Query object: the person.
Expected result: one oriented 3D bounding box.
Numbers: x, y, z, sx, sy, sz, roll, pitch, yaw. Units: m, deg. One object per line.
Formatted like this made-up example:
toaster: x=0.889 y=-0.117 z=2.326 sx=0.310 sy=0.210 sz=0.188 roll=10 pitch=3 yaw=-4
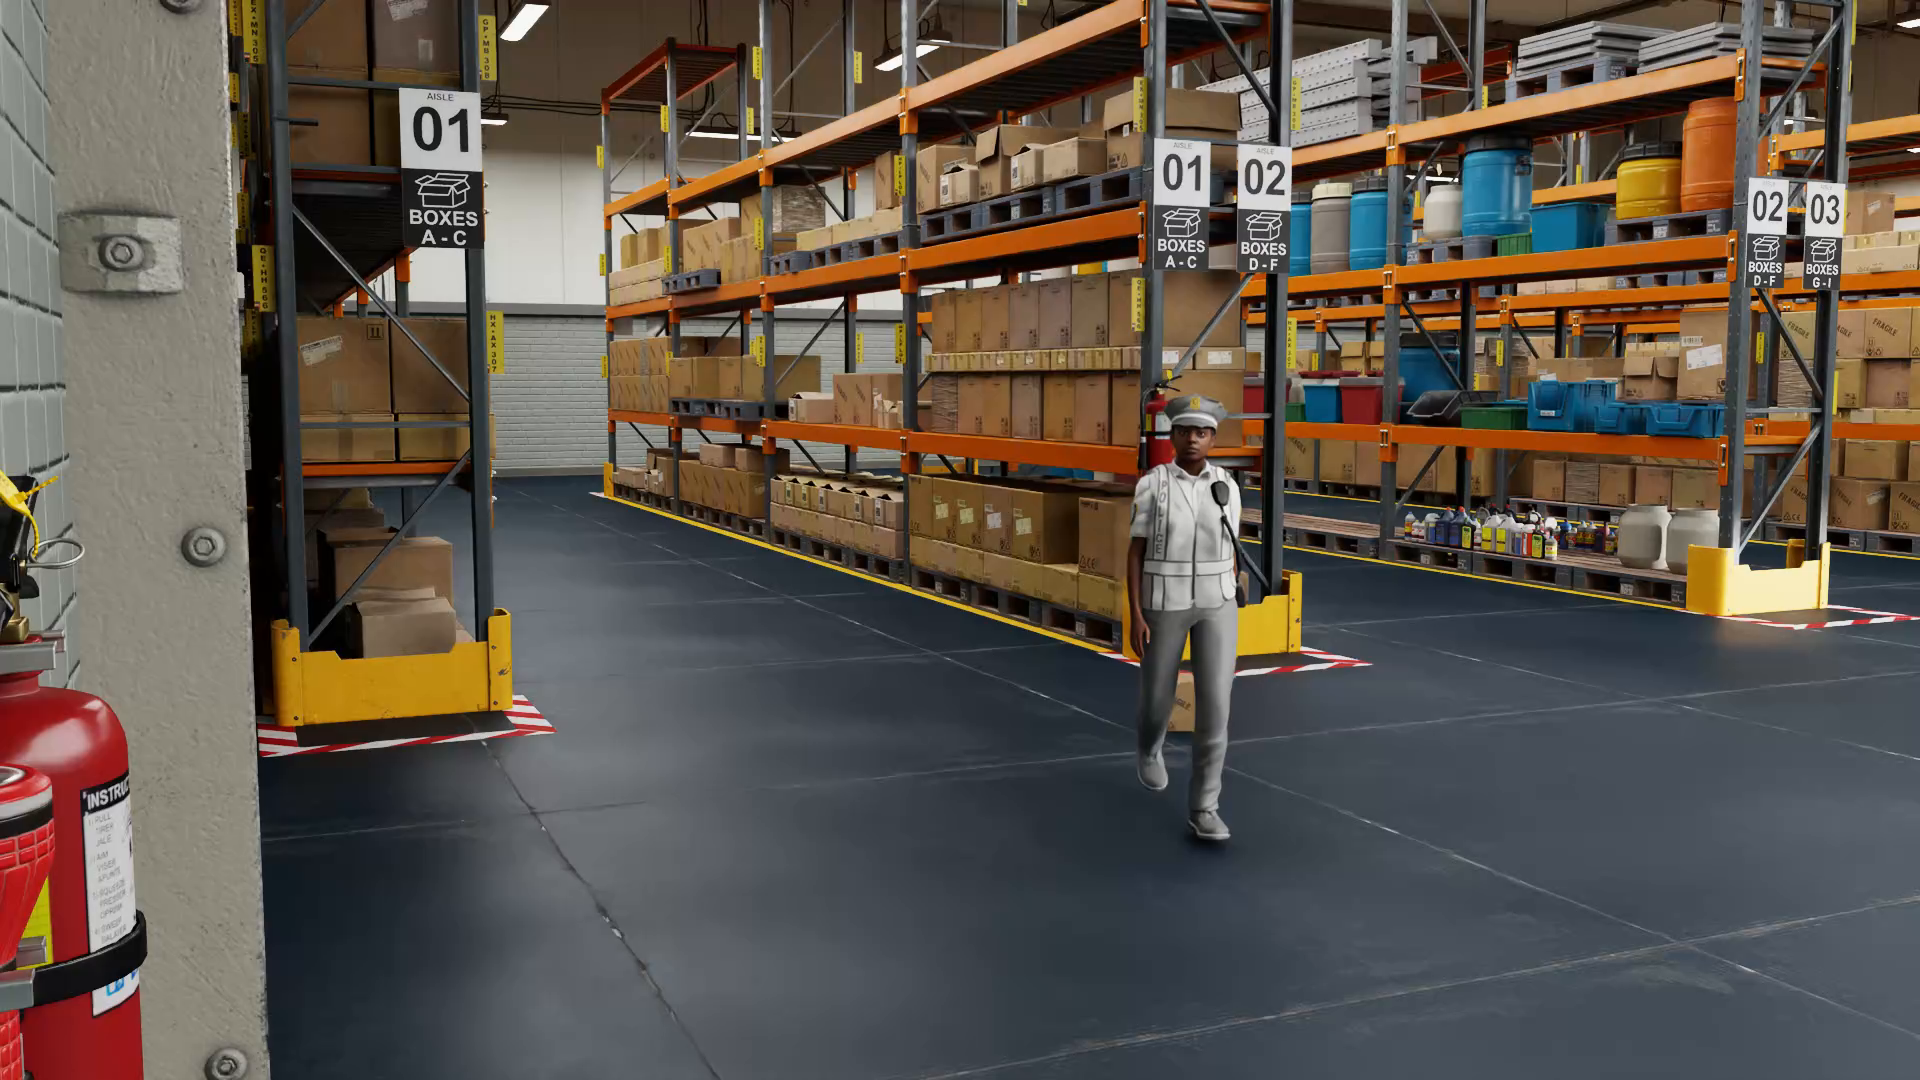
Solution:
person: x=0.874 y=0.263 z=6.477 sx=0.459 sy=1.658 sz=0.823 roll=0 pitch=5 yaw=1
